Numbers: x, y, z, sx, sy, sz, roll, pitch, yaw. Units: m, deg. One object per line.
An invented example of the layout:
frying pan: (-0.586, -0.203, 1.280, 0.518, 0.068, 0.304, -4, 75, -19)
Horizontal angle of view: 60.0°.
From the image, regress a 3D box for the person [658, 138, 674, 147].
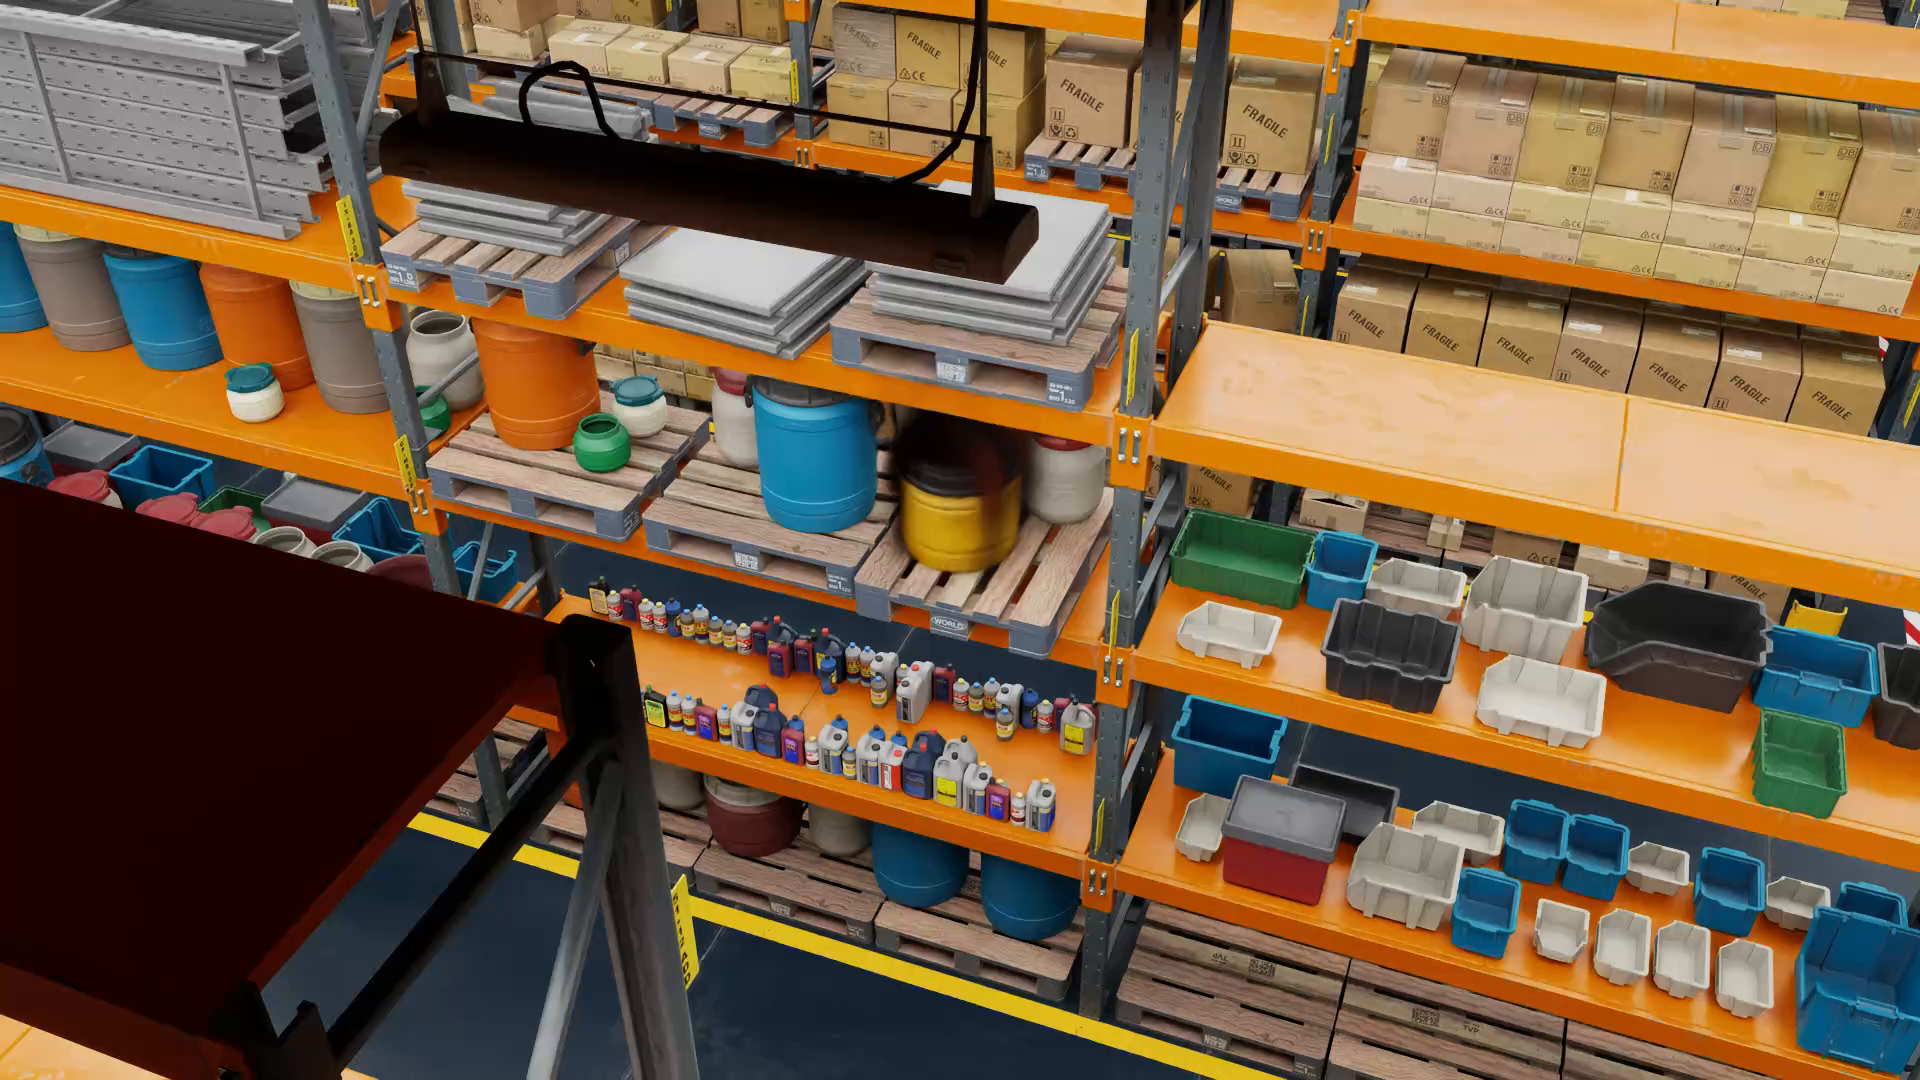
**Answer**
person: (-3.063, -3.444, 16.581, 0.651, 1.802, 0.583, 27, 44, 32)

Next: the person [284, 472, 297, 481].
person: (-4.512, -0.005, 11.909, 0.656, 1.827, 0.357, 27, 44, 31)
